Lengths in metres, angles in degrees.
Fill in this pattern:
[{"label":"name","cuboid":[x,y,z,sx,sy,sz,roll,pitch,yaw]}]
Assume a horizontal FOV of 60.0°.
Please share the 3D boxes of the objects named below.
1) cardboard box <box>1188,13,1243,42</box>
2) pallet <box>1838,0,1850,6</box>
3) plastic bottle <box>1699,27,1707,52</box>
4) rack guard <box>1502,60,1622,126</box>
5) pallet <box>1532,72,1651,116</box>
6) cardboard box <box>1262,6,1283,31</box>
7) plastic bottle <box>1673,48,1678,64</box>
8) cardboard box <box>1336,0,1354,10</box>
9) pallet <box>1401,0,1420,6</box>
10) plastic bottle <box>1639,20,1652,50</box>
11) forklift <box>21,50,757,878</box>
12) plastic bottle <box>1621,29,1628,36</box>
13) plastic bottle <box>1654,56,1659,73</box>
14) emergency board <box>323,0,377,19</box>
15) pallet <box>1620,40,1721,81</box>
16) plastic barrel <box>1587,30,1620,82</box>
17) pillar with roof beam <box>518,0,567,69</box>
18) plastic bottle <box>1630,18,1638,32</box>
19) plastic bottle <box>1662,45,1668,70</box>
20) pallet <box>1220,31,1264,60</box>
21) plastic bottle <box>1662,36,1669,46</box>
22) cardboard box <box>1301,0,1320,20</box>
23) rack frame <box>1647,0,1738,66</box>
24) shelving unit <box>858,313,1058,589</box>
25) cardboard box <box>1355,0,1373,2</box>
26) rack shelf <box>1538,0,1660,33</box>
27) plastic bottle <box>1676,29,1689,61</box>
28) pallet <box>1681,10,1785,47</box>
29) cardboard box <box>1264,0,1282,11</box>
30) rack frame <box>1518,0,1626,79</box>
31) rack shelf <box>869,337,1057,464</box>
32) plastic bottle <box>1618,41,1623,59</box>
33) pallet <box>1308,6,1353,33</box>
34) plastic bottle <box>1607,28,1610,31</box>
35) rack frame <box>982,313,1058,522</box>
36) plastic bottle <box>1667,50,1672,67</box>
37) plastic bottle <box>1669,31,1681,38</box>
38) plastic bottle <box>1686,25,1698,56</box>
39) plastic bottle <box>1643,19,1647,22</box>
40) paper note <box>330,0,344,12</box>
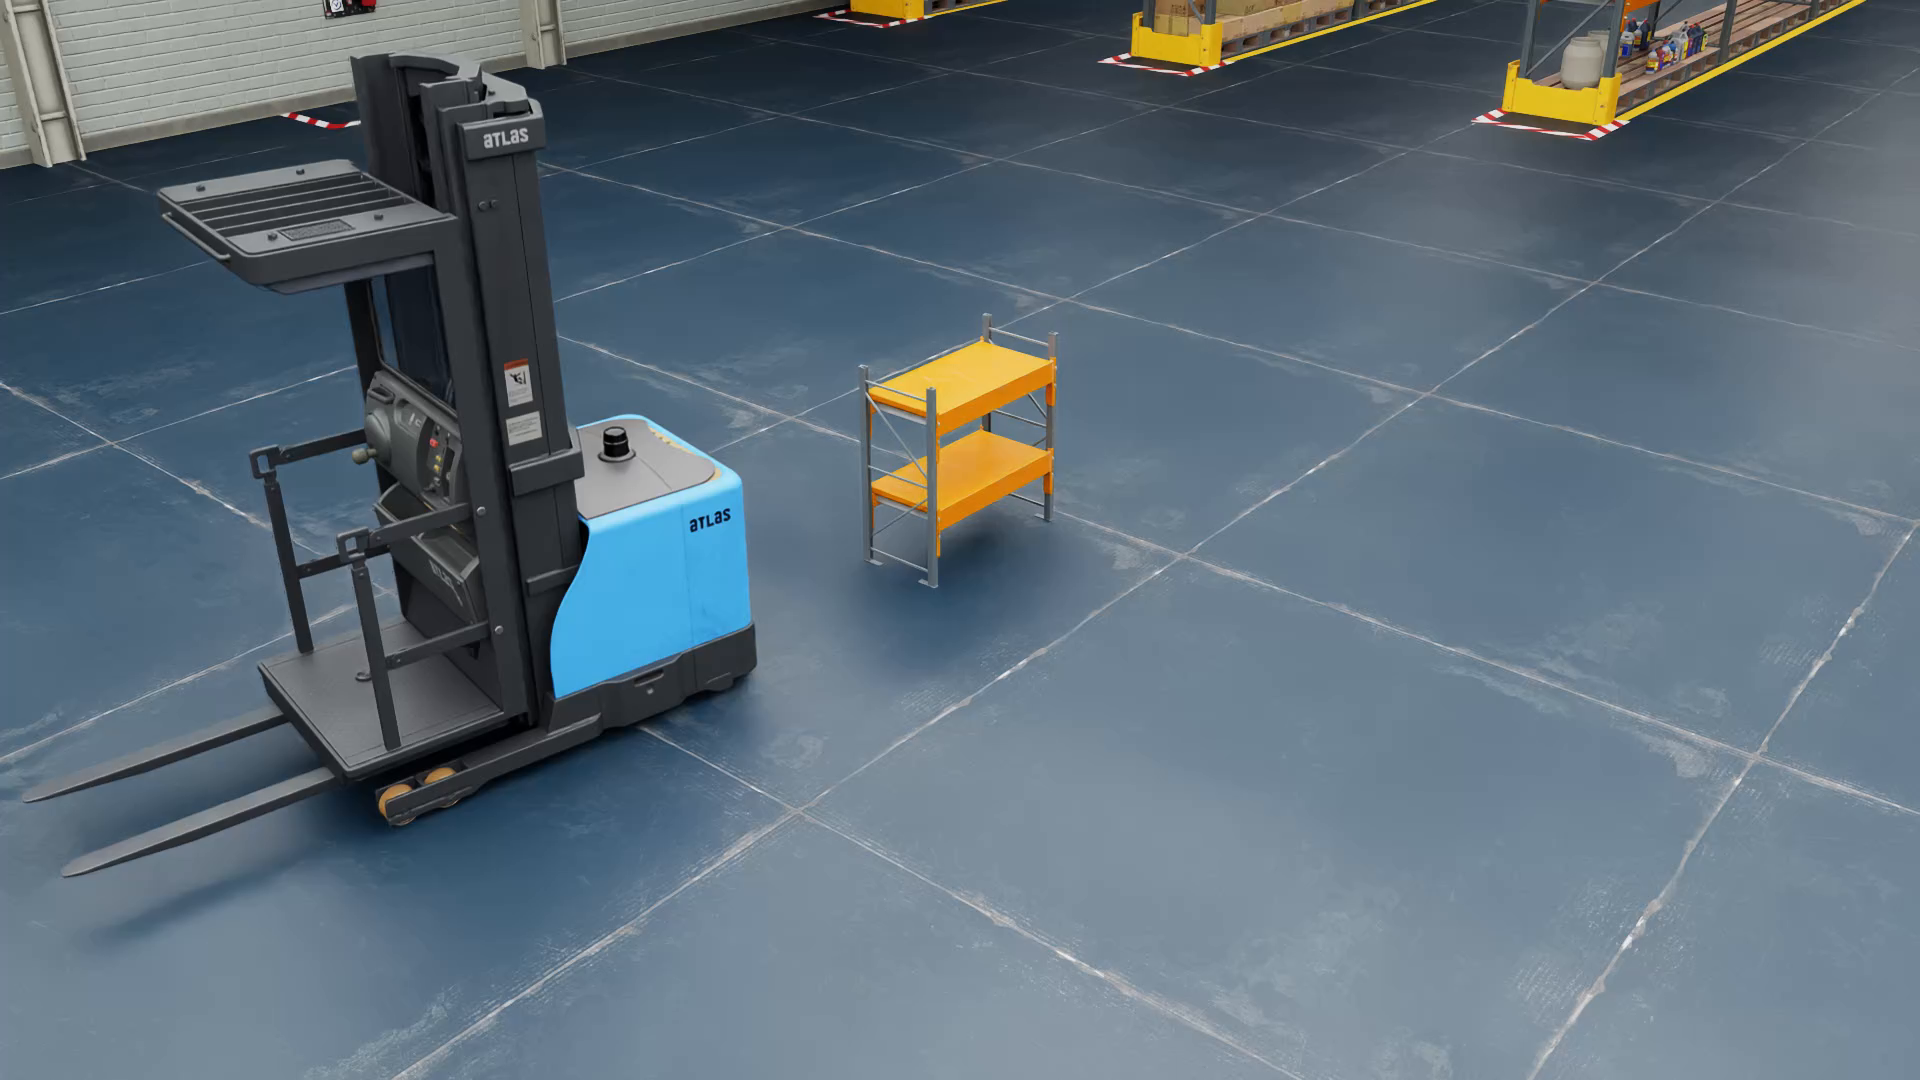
[{"label":"cardboard box","cuboid":[3.242,-6.499,21.085,0.500,0.250,0.500,21,34,34]},{"label":"pallet","cuboid":[12.883,-8.280,25.026,1.003,0.211,1.213,21,34,34]},{"label":"plastic bottle","cuboid":[9.042,-6.100,20.255,0.061,0.283,0.133,23,35,37]},{"label":"rack guard","cuboid":[6.561,-4.891,18.160,1.175,0.500,0.348,21,34,34]},{"label":"pallet","cuboid":[7.082,-5.049,18.780,1.003,0.211,1.213,21,34,34]},{"label":"cardboard box","cuboid":[3.875,-6.855,21.772,0.500,0.250,0.500,21,34,34]},{"label":"plastic bottle","cuboid":[8.418,-5.729,19.627,0.097,0.201,0.097,0,27,0]},{"label":"cardboard box","cuboid":[5.147,-7.564,23.143,0.500,0.250,0.500,21,34,34]},{"label":"pallet","cuboid":[6.487,-8.296,25.056,1.003,0.211,1.213,21,34,34]},{"label":"plastic bottle","cuboid":[8.371,-6.190,20.355,0.144,0.351,0.185,21,34,34]},{"label":"forklift","cuboid":[-2.433,-0.384,6.803,3.031,2.935,1.130,-21,34,-34]},{"label":"plastic bottle","cuboid":[8.075,-6.067,20.204,0.097,0.271,0.097,0,27,0]},{"label":"plastic bottle","cuboid":[8.008,-5.501,19.186,0.097,0.201,0.097,0,27,0]},{"label":"emergency board","cuboid":[-6.736,-6.364,18.288,0.194,1.169,0.643,21,34,34]},{"label":"pallet","cuboid":[8.634,-5.914,20.452,1.003,0.211,1.213,21,34,34]},{"label":"plastic barrel","cuboid":[7.227,-5.475,18.819,0.421,0.512,0.421,0,27,0]},{"label":"pillar with roof beam","cuboid":[-1.813,-8.636,16.149,9.100,9.000,0.400,21,34,34]},{"label":"plastic bottle","cuboid":[8.259,-6.232,20.437,0.144,0.351,0.185,22,34,36]},{"label":"plastic bottle","cuboid":[8.160,-5.617,19.334,0.097,0.271,0.097,0,27,0]},{"label":"pallet","cuboid":[3.183,-6.454,21.496,1.003,0.211,1.213,21,34,34]},{"label":"plastic bottle","cuboid":[8.389,-5.847,19.765,0.061,0.283,0.133,21,34,34]},{"label":"cardboard box","cuboid":[4.515,-7.208,22.455,0.500,0.250,0.500,21,34,34]},{"label":"rack frame","cuboid":[9.093,-7.378,20.248,1.000,3.000,0.127,21,34,34]},{"label":"shelving unit","cuboid":[0.004,-0.502,8.996,0.538,1.125,1.048,21,34,34]},{"label":"cardboard box","cuboid":[5.721,-7.863,23.721,0.500,0.250,0.500,20,33,33]},{"label":"rack shelf","cuboid":[7.821,-6.350,19.043,1.077,0.370,4.000,21,34,34]},{"label":"plastic bottle","cuboid":[8.578,-5.902,19.798,0.144,0.351,0.185,21,34,34]},{"label":"pallet","cuboid":[10.338,-6.864,22.289,1.003,0.211,1.213,21,34,34]},{"label":"cardboard box","cuboid":[3.866,-7.191,21.606,0.500,0.500,0.500,21,34,34]},{"label":"rack frame","cuboid":[6.549,-5.960,17.507,1.000,3.000,0.127,21,34,34]},{"label":"rack shelf","cuboid":[0.004,-0.762,8.862,0.538,0.278,1.000,21,34,34]},{"label":"plastic bottle","cuboid":[7.872,-5.863,19.885,0.097,0.201,0.097,0,27,0]},{"label":"pallet","cuboid":[4.735,-7.319,23.168,1.003,0.211,1.213,21,34,34]},{"label":"plastic bottle","cuboid":[7.751,-5.949,19.889,0.144,0.351,0.185,22,35,36]},{"label":"rack frame","cuboid":[0.328,-0.682,9.345,0.500,1.125,0.032,21,34,34]},{"label":"plastic bottle","cuboid":[8.287,-5.657,19.486,0.097,0.201,0.097,0,27,0]},{"label":"plastic bottle","cuboid":[8.653,-6.018,20.103,0.152,0.276,0.135,21,34,34]},{"label":"plastic bottle","cuboid":[8.784,-6.017,20.020,0.144,0.351,0.185,19,33,32]},{"label":"plastic bottle","cuboid":[8.552,-6.377,20.803,0.097,0.271,0.097,0,27,0]},{"label":"paper note","cuboid":[-6.902,-5.930,18.408,0.016,0.148,0.142,21,34,34]}]
